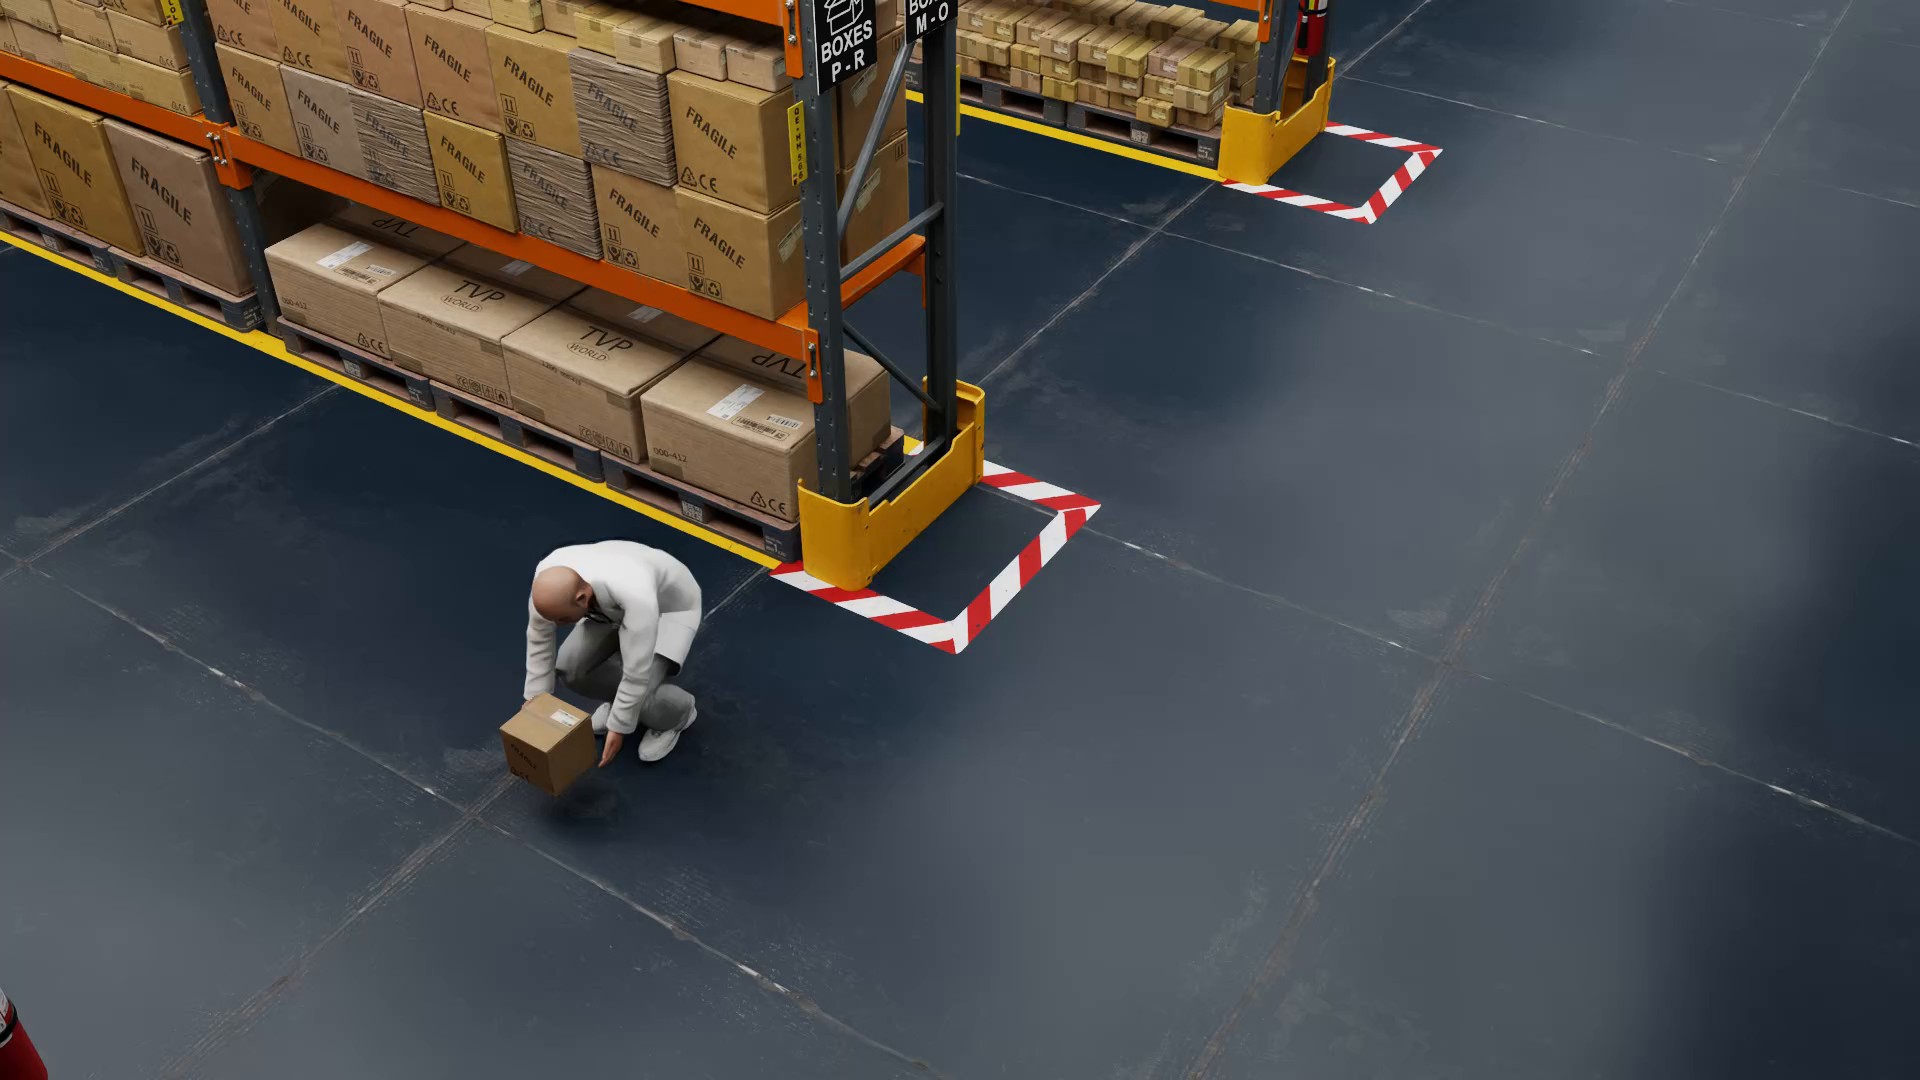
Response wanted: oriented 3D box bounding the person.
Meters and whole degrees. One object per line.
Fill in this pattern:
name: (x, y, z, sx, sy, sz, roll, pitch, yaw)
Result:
person: (-1.371, 0.406, 6.702, 0.620, 1.129, 0.850, 21, 43, 25)
